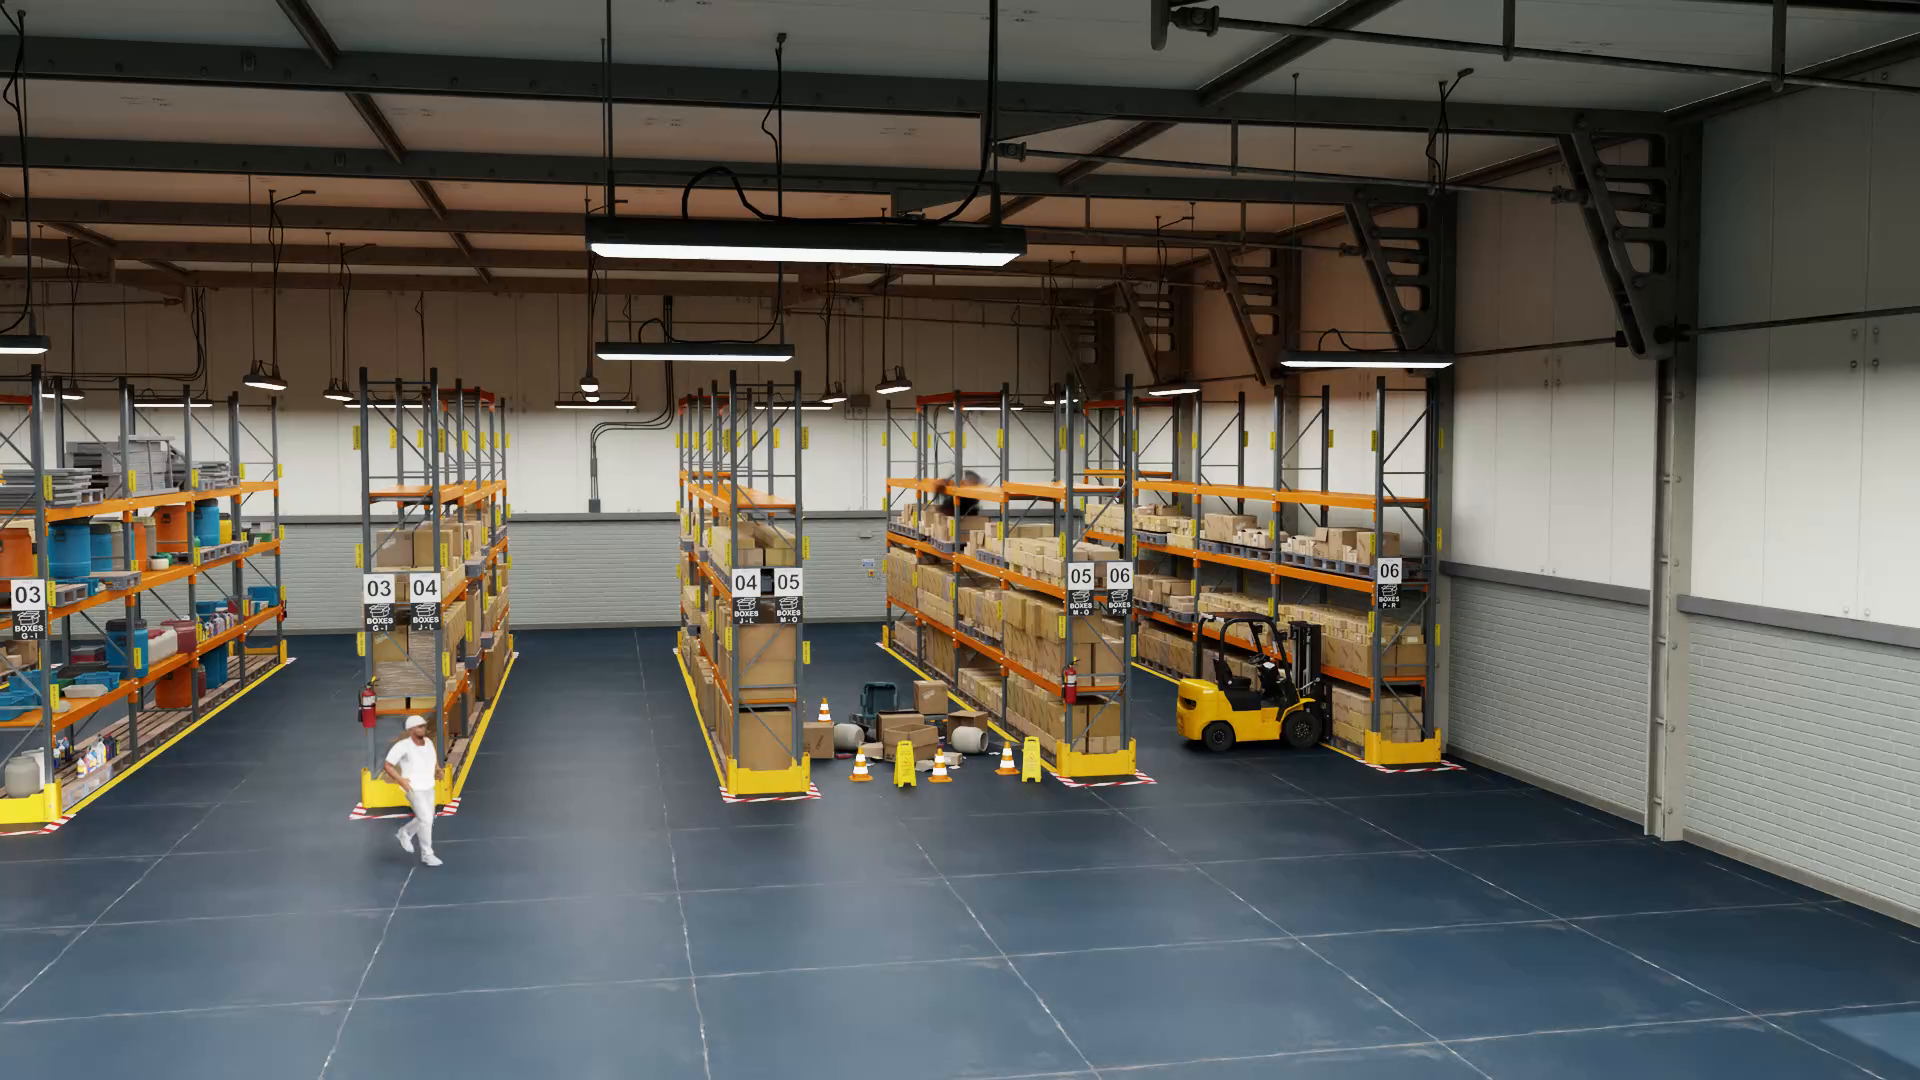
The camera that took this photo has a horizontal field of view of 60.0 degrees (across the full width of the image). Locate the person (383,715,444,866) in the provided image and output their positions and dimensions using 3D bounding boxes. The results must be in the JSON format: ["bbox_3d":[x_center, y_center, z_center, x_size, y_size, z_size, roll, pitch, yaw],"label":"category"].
[{"bbox_3d":[-6.461,2.951,19.731,0.783,1.756,0.706,2,4,26],"label":"person"}]
